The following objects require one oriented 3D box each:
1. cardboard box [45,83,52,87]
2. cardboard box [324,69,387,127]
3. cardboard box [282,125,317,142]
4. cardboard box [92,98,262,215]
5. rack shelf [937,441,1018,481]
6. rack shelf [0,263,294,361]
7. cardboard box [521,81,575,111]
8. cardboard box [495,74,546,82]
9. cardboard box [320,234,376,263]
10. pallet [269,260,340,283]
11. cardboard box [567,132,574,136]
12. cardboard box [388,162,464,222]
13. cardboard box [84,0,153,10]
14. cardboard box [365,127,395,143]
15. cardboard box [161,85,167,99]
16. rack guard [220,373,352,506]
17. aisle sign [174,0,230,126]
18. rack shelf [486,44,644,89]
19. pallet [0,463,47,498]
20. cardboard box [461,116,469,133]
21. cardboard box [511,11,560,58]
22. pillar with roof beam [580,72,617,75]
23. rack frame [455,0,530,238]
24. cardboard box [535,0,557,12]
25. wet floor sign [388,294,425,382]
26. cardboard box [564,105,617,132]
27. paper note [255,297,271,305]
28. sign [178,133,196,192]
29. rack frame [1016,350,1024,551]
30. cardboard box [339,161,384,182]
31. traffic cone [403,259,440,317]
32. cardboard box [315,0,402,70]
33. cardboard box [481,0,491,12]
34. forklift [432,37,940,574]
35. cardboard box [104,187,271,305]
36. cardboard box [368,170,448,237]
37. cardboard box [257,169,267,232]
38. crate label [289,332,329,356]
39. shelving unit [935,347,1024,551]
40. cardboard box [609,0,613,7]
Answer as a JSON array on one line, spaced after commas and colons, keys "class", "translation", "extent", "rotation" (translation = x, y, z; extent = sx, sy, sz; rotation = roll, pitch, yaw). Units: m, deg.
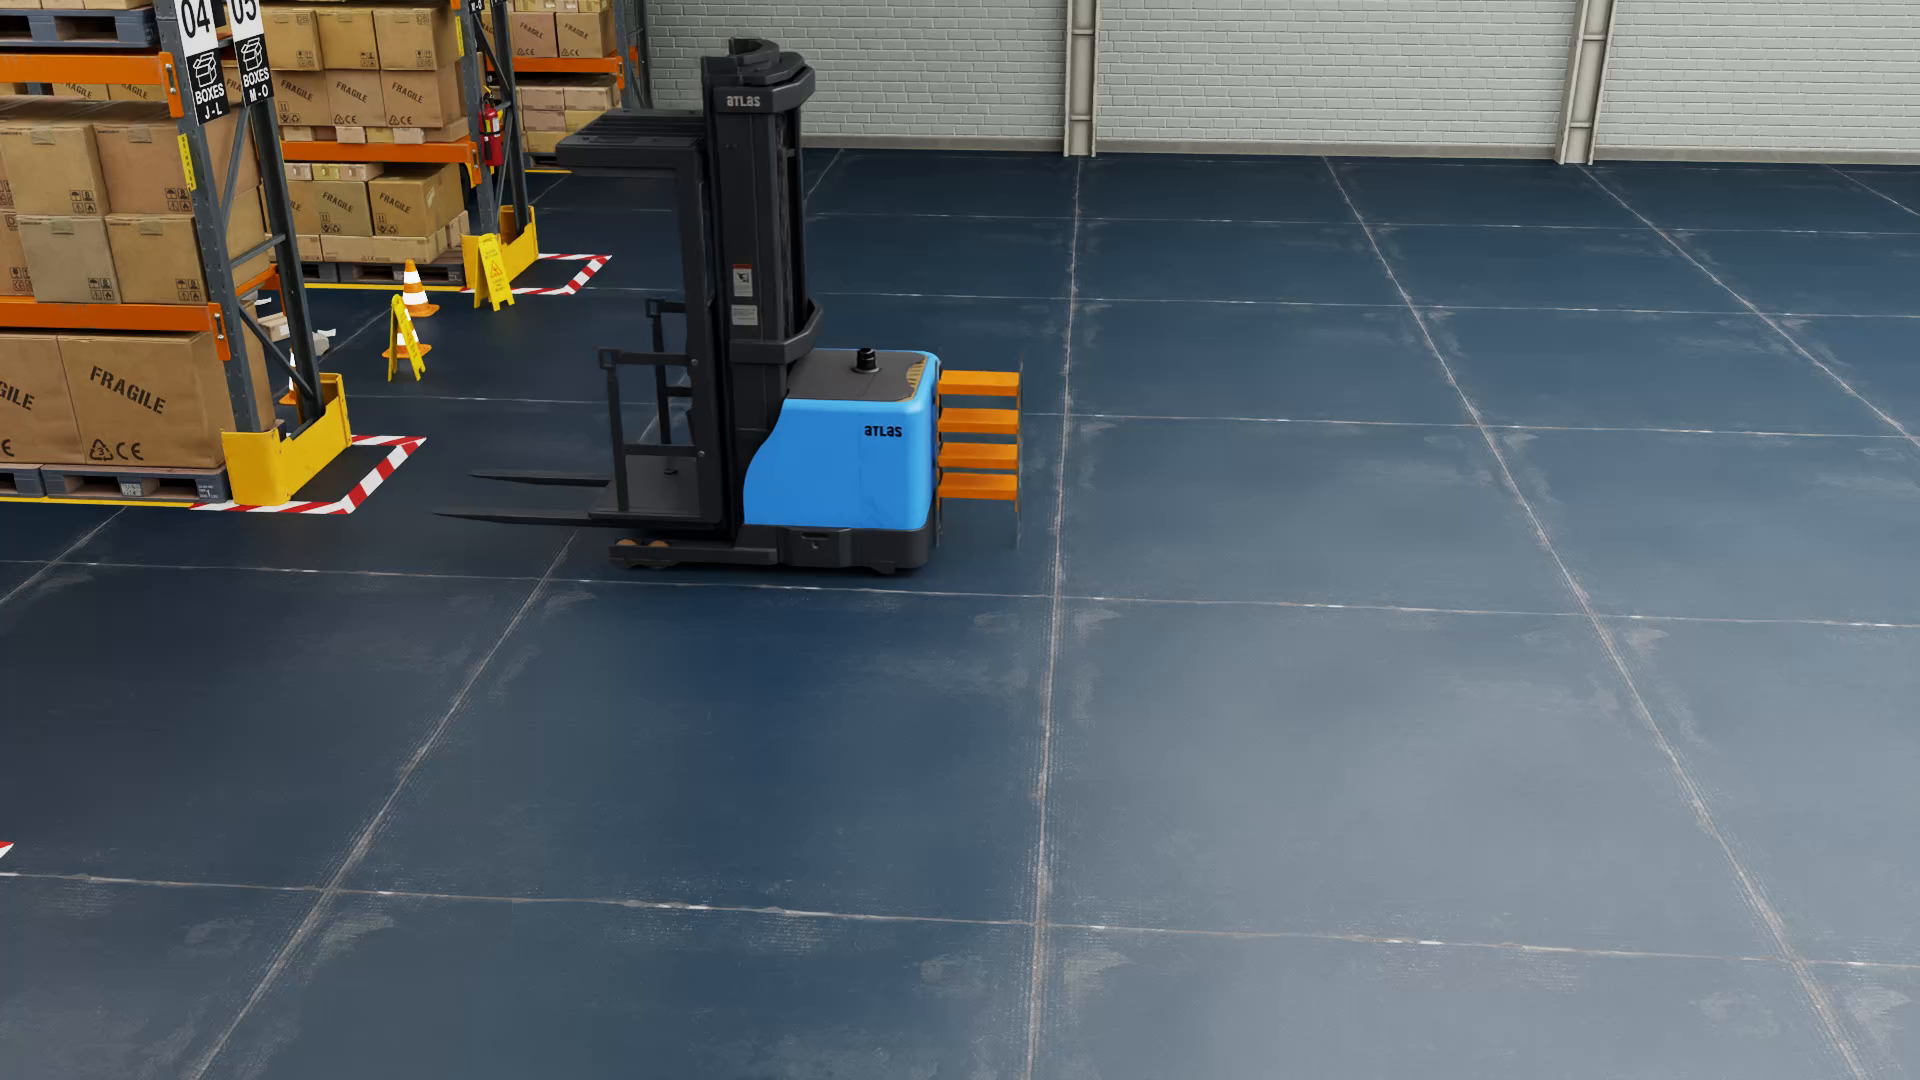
[{"class": "cardboard box", "translation": [-8.678, -4.528, 15.525], "extent": [0.500, 0.500, 0.500], "rotation": [2, 25, 5]}, {"class": "cardboard box", "translation": [-5.305, -3.995, 14.869], "extent": [0.500, 0.500, 0.500], "rotation": [2, 25, 4]}, {"class": "cardboard box", "translation": [-5.914, -3.715, 15.035], "extent": [0.250, 0.149, 0.380], "rotation": [2, 25, 3]}, {"class": "cardboard box", "translation": [-4.889, -2.415, 10.438], "extent": [0.550, 0.550, 0.875], "rotation": [2, 25, 4]}, {"class": "rack shelf", "translation": [0.116, -0.477, 10.013], "extent": [0.480, 0.148, 0.258], "rotation": [2, 25, 5]}, {"class": "rack shelf", "translation": [-6.517, -1.565, 10.924], "extent": [4.000, 0.370, 1.077], "rotation": [2, 25, 4]}, {"class": "cardboard box", "translation": [-4.861, -5.258, 19.679], "extent": [0.500, 0.250, 0.500], "rotation": [2, 25, 5]}, {"class": "cardboard box", "translation": [-5.329, -5.488, 20.180], "extent": [0.500, 0.250, 0.500], "rotation": [2, 25, 4]}, {"class": "cardboard box", "translation": [-5.587, -2.770, 15.468], "extent": [0.500, 0.250, 0.500], "rotation": [2, 25, 4]}, {"class": "pallet", "translation": [-6.340, -2.711, 15.889], "extent": [1.213, 0.211, 1.003], "rotation": [2, 25, 4]}, {"class": "cardboard box", "translation": [-4.361, -4.788, 19.855], "extent": [0.500, 0.250, 0.500], "rotation": [2, 25, 4]}, {"class": "cardboard box", "translation": [-5.051, -3.318, 15.763], "extent": [0.500, 0.500, 0.500], "rotation": [1, 25, 2]}, {"class": "cardboard box", "translation": [-4.880, -3.182, 9.667], "extent": [0.250, 0.149, 0.380], "rotation": [2, 25, 4]}, {"class": "cardboard box", "translation": [-5.149, -3.682, 14.964], "extent": [0.250, 0.149, 0.380], "rotation": [1, 25, 3]}, {"class": "cardboard box", "translation": [-6.813, -4.045, 14.977], "extent": [0.500, 0.500, 0.500], "rotation": [2, 25, 4]}, {"class": "rack guard", "translation": [-4.499, -0.692, 11.155], "extent": [0.348, 0.500, 1.175], "rotation": [2, 25, 4]}, {"class": "aisle sign", "translation": [-4.475, -2.882, 9.814], "extent": [0.004, 0.787, 0.394], "rotation": [2, 25, 4]}, {"class": "rack shelf", "translation": [-5.862, -5.701, 19.911], "extent": [4.000, 0.370, 1.077], "rotation": [2, 25, 4]}, {"class": "pallet", "translation": [-6.539, -0.594, 11.289], "extent": [1.213, 0.211, 1.003], "rotation": [2, 25, 4]}, {"class": "cardboard box", "translation": [-4.567, -3.877, 15.389], "extent": [0.250, 0.149, 0.380], "rotation": [2, 25, 4]}, {"class": "cardboard box", "translation": [-4.895, -5.936, 19.441], "extent": [0.500, 0.500, 0.500], "rotation": [3, 25, 6]}, {"class": "pillar with roof beam", "translation": [-4.823, -7.292, 15.333], "extent": [0.400, 9.000, 9.100], "rotation": [2, 25, 4]}, {"class": "rack frame", "translation": [-4.244, -3.894, 15.125], "extent": [0.127, 3.000, 1.000], "rotation": [2, 25, 4]}, {"class": "cardboard box", "translation": [-4.746, -6.227, 19.300], "extent": [0.250, 0.149, 0.380], "rotation": [2, 25, 5]}, {"class": "wet floor sign", "translation": [-4.342, -1.583, 12.918], "extent": [0.232, 0.644, 0.267], "rotation": [-2, 25, -5]}, {"class": "cardboard box", "translation": [-4.377, -5.017, 19.755], "extent": [0.500, 0.250, 0.500], "rotation": [2, 25, 3]}, {"class": "paper note", "translation": [-6.236, -2.134, 14.851], "extent": [0.148, 0.019, 0.142], "rotation": [-7, 26, -14]}, {"class": "sign", "translation": [-4.578, -2.236, 9.852], "extent": [0.005, 0.325, 0.100], "rotation": [2, 25, 4]}, {"class": "rack frame", "translation": [0.359, -0.529, 9.964], "extent": [0.015, 1.200, 0.240], "rotation": [2, 25, 5]}, {"class": "cardboard box", "translation": [-5.434, -3.372, 15.104], "extent": [0.250, 0.149, 0.380], "rotation": [3, 25, 6]}, {"class": "traffic cone", "translation": [-4.772, -2.218, 14.517], "extent": [0.334, 0.463, 0.336], "rotation": [2, 25, 4]}, {"class": "cardboard box", "translation": [-5.274, -4.474, 14.713], "extent": [0.500, 0.500, 0.700], "rotation": [2, 25, 4]}, {"class": "cardboard box", "translation": [-5.516, -6.229, 19.302], "extent": [0.250, 0.149, 0.380], "rotation": [2, 25, 4]}, {"class": "forklift", "translation": [-1.661, -1.373, 9.728], "extent": [3.031, 2.935, 1.130], "rotation": [2, 25, 5]}, {"class": "cardboard box", "translation": [-4.896, -1.889, 10.588], "extent": [0.550, 0.550, 0.875], "rotation": [2, 25, 4]}, {"class": "cardboard box", "translation": [-5.063, -3.094, 15.275], "extent": [0.500, 0.500, 0.500], "rotation": [2, 25, 4]}, {"class": "cardboard box", "translation": [-6.613, -3.144, 15.384], "extent": [0.500, 0.500, 0.500], "rotation": [3, 25, 7]}, {"class": "crate label", "translation": [-5.306, -1.596, 13.554], "extent": [0.298, 0.136, 0.250], "rotation": [-11, 27, -23]}, {"class": "shelving unit", "translation": [0.116, -0.539, 9.985], "extent": [0.503, 1.200, 0.258], "rotation": [2, 25, 5]}, {"class": "cardboard box", "translation": [-4.186, -6.422, 19.723], "extent": [0.250, 0.149, 0.380], "rotation": [1, 25, 3]}]
